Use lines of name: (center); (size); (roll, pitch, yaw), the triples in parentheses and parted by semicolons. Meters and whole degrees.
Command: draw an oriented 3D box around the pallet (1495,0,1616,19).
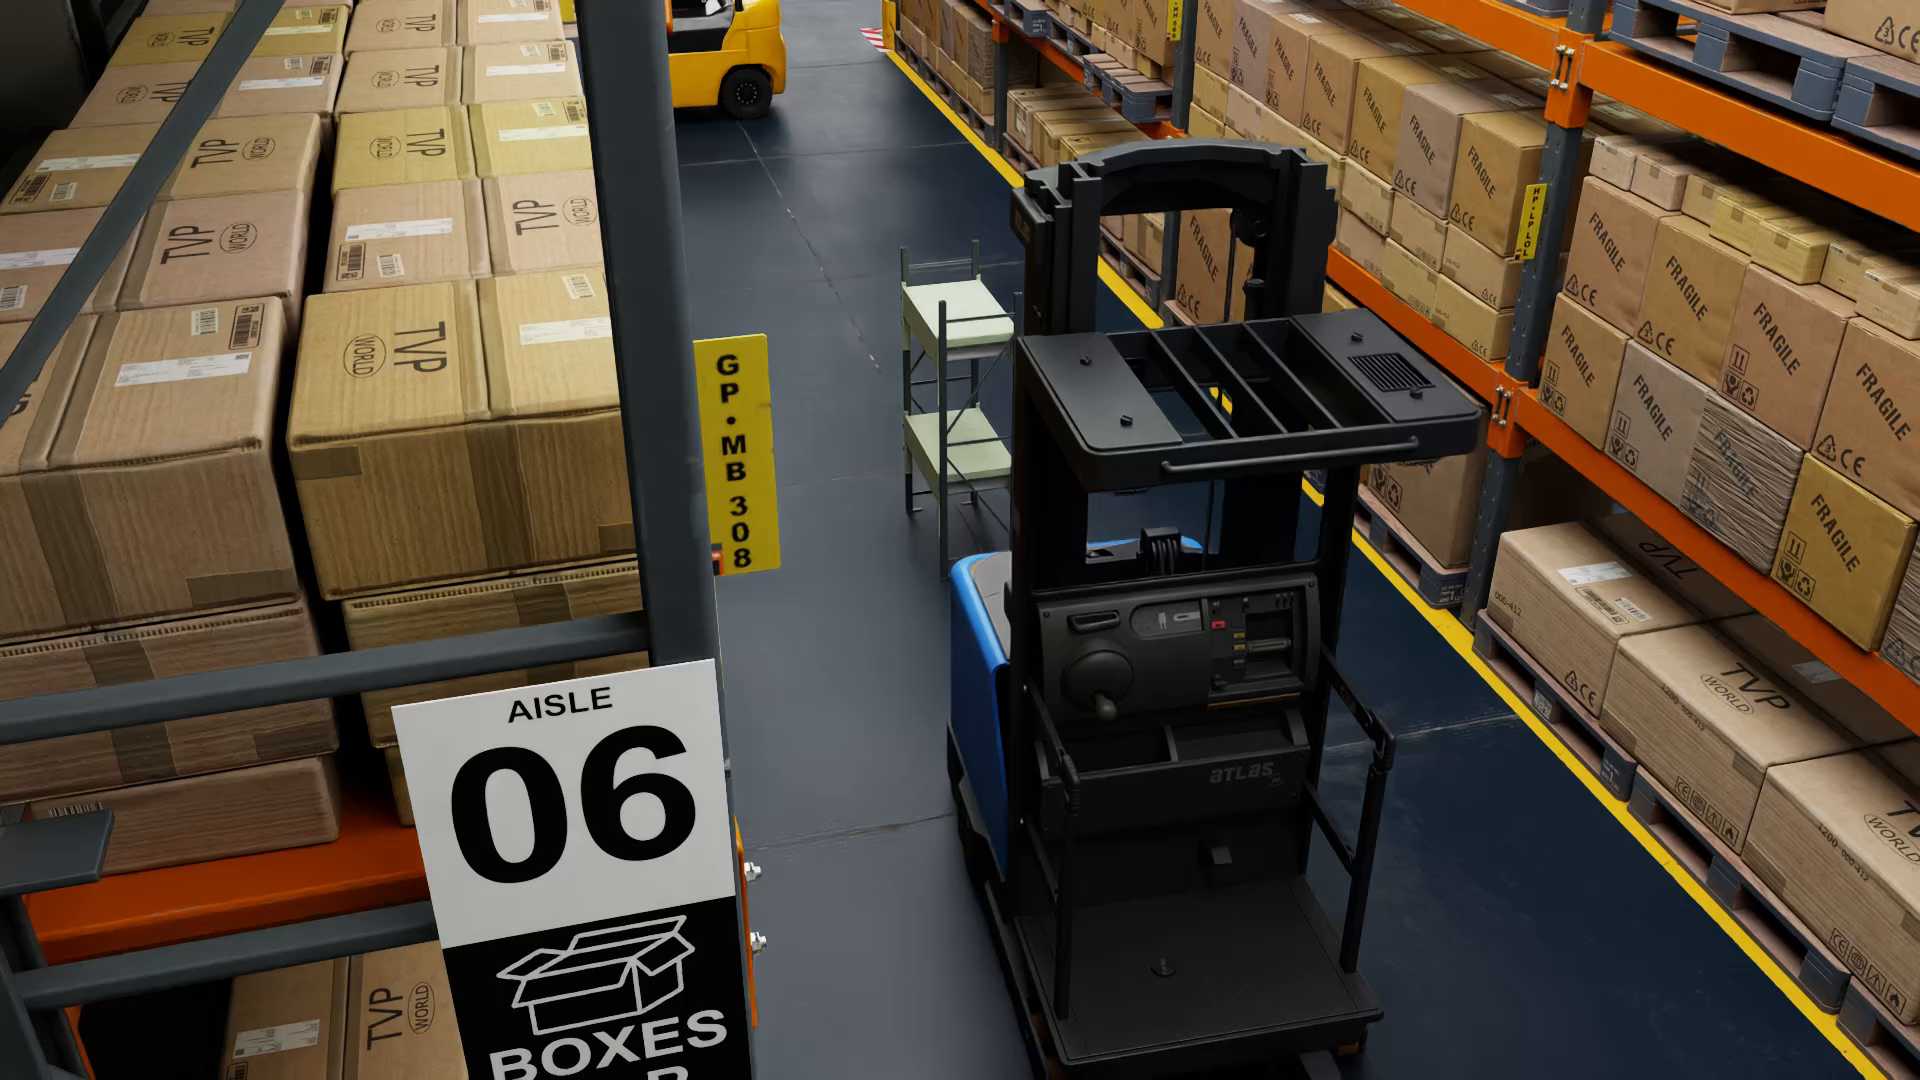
pallet: (2.629, -2.596, 7.437); (0.805, 0.209, 1.217); (-9, 31, -15)

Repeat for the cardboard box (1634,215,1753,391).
cardboard box: (2.941, -0.913, 6.235); (0.500, 0.500, 0.500); (-8, 31, -14)

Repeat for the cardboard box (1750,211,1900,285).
cardboard box: (2.995, -1.014, 5.762); (0.380, 0.149, 0.250); (-9, 31, -15)

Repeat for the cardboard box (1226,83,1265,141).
cardboard box: (1.891, -2.500, 9.726); (0.500, 0.250, 0.500); (-7, 31, -12)

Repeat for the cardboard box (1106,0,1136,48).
cardboard box: (1.322, -3.661, 11.264); (0.500, 0.500, 0.500); (-8, 31, -14)

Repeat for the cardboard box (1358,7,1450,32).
cardboard box: (2.517, -2.650, 9.236); (0.500, 0.500, 0.500); (-8, 31, -13)

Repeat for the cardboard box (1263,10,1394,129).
cardboard box: (2.017, -2.591, 9.134); (0.500, 0.500, 0.500); (-7, 31, -12)

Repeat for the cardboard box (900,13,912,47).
cardboard box: (-0.318, -5.305, 17.247); (0.500, 0.250, 0.500); (-8, 31, -14)

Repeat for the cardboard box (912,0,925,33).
cardboard box: (-0.168, -5.366, 16.604); (0.500, 0.500, 0.500); (-9, 31, -15)

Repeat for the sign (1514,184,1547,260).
sign: (2.399, -1.334, 6.984); (0.100, 0.325, 0.005); (-8, 31, -13)

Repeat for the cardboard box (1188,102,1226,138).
cardboard box: (1.745, -2.541, 10.296); (0.500, 0.250, 0.500); (-8, 31, -14)

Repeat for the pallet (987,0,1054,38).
pallet: (0.859, -4.336, 13.439); (1.003, 0.211, 1.213); (-8, 31, -13)

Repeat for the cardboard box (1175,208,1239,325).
cardboard box: (1.961, -1.794, 10.556); (0.875, 0.875, 0.875); (-8, 31, -14)

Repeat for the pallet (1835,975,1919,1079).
pallet: (3.694, 1.819, 5.397); (1.003, 0.211, 1.213); (-8, 31, -13)

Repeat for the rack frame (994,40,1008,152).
rack frame: (0.796, -4.808, 14.062); (1.000, 3.000, 0.127); (-8, 31, -13)

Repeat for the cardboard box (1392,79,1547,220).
cardboard box: (2.415, -1.851, 7.856); (0.500, 0.500, 0.500); (-7, 31, -12)

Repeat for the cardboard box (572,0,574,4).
cardboard box: (-1.596, -2.024, 5.989); (0.380, 0.149, 0.250); (-8, 31, -13)

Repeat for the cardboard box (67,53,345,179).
cardboard box: (-1.581, -0.850, 3.584); (0.500, 0.250, 0.500); (-8, 31, -13)

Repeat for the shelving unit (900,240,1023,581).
shelving unit: (-0.002, -0.652, 8.380); (0.431, 1.500, 0.755); (-8, 31, -13)

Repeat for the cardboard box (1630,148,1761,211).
cardboard box: (2.837, -1.392, 6.416); (0.380, 0.149, 0.250); (-7, 31, -13)

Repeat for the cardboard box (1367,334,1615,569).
cardboard box: (2.678, -0.495, 8.313); (0.875, 0.875, 0.875); (-7, 31, -12)

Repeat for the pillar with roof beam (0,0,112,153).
pillar with roof beam: (1.601, -2.995, 4.942); (9.100, 9.000, 0.400); (-8, 31, -13)

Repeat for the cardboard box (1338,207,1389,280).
cardboard box: (2.308, -1.555, 8.591); (0.500, 0.250, 0.500); (-9, 31, -15)

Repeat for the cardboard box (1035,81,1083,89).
cardboard box: (0.900, -4.121, 15.200); (0.500, 0.250, 0.500); (-9, 31, -16)

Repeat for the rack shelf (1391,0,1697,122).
rack shelf: (2.389, -2.897, 8.484); (1.077, 0.370, 4.000); (-8, 31, -13)

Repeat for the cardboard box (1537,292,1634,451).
cardboard box: (2.792, -0.726, 6.910); (0.500, 0.500, 0.500); (-7, 31, -12)

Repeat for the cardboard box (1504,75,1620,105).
cardboard box: (2.918, -1.913, 7.963); (0.500, 0.500, 0.500); (-8, 31, -14)

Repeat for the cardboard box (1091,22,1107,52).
cardboard box: (1.147, -3.565, 11.747); (0.380, 0.149, 0.250); (-7, 31, -12)

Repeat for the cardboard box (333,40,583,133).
cardboard box: (-1.087, -0.910, 3.688); (0.500, 0.250, 0.500); (-7, 31, -12)

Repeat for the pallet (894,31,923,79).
pallet: (-0.064, -5.099, 17.349); (1.003, 0.211, 1.213); (-8, 31, -13)

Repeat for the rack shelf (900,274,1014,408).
rack shelf: (-0.002, -0.990, 8.184); (0.431, 0.370, 0.720); (-8, 31, -13)

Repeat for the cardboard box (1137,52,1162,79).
cardboard box: (1.403, -3.196, 11.109); (0.380, 0.149, 0.250); (-7, 31, -13)

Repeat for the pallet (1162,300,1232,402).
pallet: (1.995, -1.278, 10.748); (1.003, 0.211, 1.213); (-8, 31, -13)

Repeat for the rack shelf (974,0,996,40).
rack shelf: (0.265, -5.463, 15.911); (1.077, 0.370, 4.000); (-8, 31, -13)

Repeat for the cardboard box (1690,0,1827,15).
cardboard box: (2.873, -2.199, 5.941); (0.500, 0.500, 0.500); (-7, 31, -12)

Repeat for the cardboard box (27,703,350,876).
cardboard box: (-1.111, 0.336, 2.431); (0.380, 0.149, 0.250); (-7, 31, -12)

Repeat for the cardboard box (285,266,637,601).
cardboard box: (-0.679, -0.177, 2.420); (0.500, 0.250, 0.500); (-8, 31, -14)

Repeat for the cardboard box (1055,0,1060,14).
cardboard box: (0.937, -4.074, 12.626); (0.380, 0.149, 0.250); (-8, 31, -13)

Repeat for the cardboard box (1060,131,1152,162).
cardboard box: (1.318, -2.917, 12.999); (0.950, 0.372, 0.625); (-7, 31, -12)

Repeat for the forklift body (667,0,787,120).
forklift body: (-2.788, -5.037, 15.306); (2.313, 2.155, 1.214); (-8, 31, -13)

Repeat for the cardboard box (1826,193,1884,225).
cardboard box: (3.415, -1.211, 6.103); (0.380, 0.149, 0.250); (-8, 31, -14)

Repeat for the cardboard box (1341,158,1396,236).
cardboard box: (2.285, -1.766, 8.457); (0.500, 0.250, 0.500); (-7, 31, -12)

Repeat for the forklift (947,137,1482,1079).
forklift: (0.754, 0.395, 5.142); (1.130, 2.935, 3.031); (-6, 31, -10)

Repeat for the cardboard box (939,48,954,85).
cardboard box: (0.099, -4.552, 15.945); (0.500, 0.250, 0.500); (-7, 31, -13)

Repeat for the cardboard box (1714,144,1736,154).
cardboard box: (3.308, -1.594, 6.765); (0.380, 0.149, 0.250); (-8, 31, -14)

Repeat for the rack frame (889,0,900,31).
rack frame: (-0.265, -6.740, 17.400); (1.000, 3.000, 0.127); (-8, 31, -13)

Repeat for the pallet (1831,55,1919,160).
pallet: (3.447, -1.219, 4.956); (1.003, 0.211, 1.213); (-8, 31, -13)

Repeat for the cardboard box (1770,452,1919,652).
cardboard box: (3.184, 0.008, 5.643); (0.500, 0.500, 0.500); (-7, 31, -12)

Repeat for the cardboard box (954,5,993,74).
cardboard box: (0.244, -4.620, 15.314); (0.500, 0.500, 0.500); (-7, 31, -12)

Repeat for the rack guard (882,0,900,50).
rack guard: (-0.245, -5.621, 17.963); (1.175, 0.500, 0.348); (-8, 31, -13)

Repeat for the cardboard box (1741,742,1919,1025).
cardboard box: (3.459, 1.169, 5.875); (0.875, 0.438, 0.875); (-7, 31, -12)

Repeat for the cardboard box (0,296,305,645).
cardboard box: (-1.190, -0.106, 2.299); (0.500, 0.250, 0.500); (-9, 31, -15)
